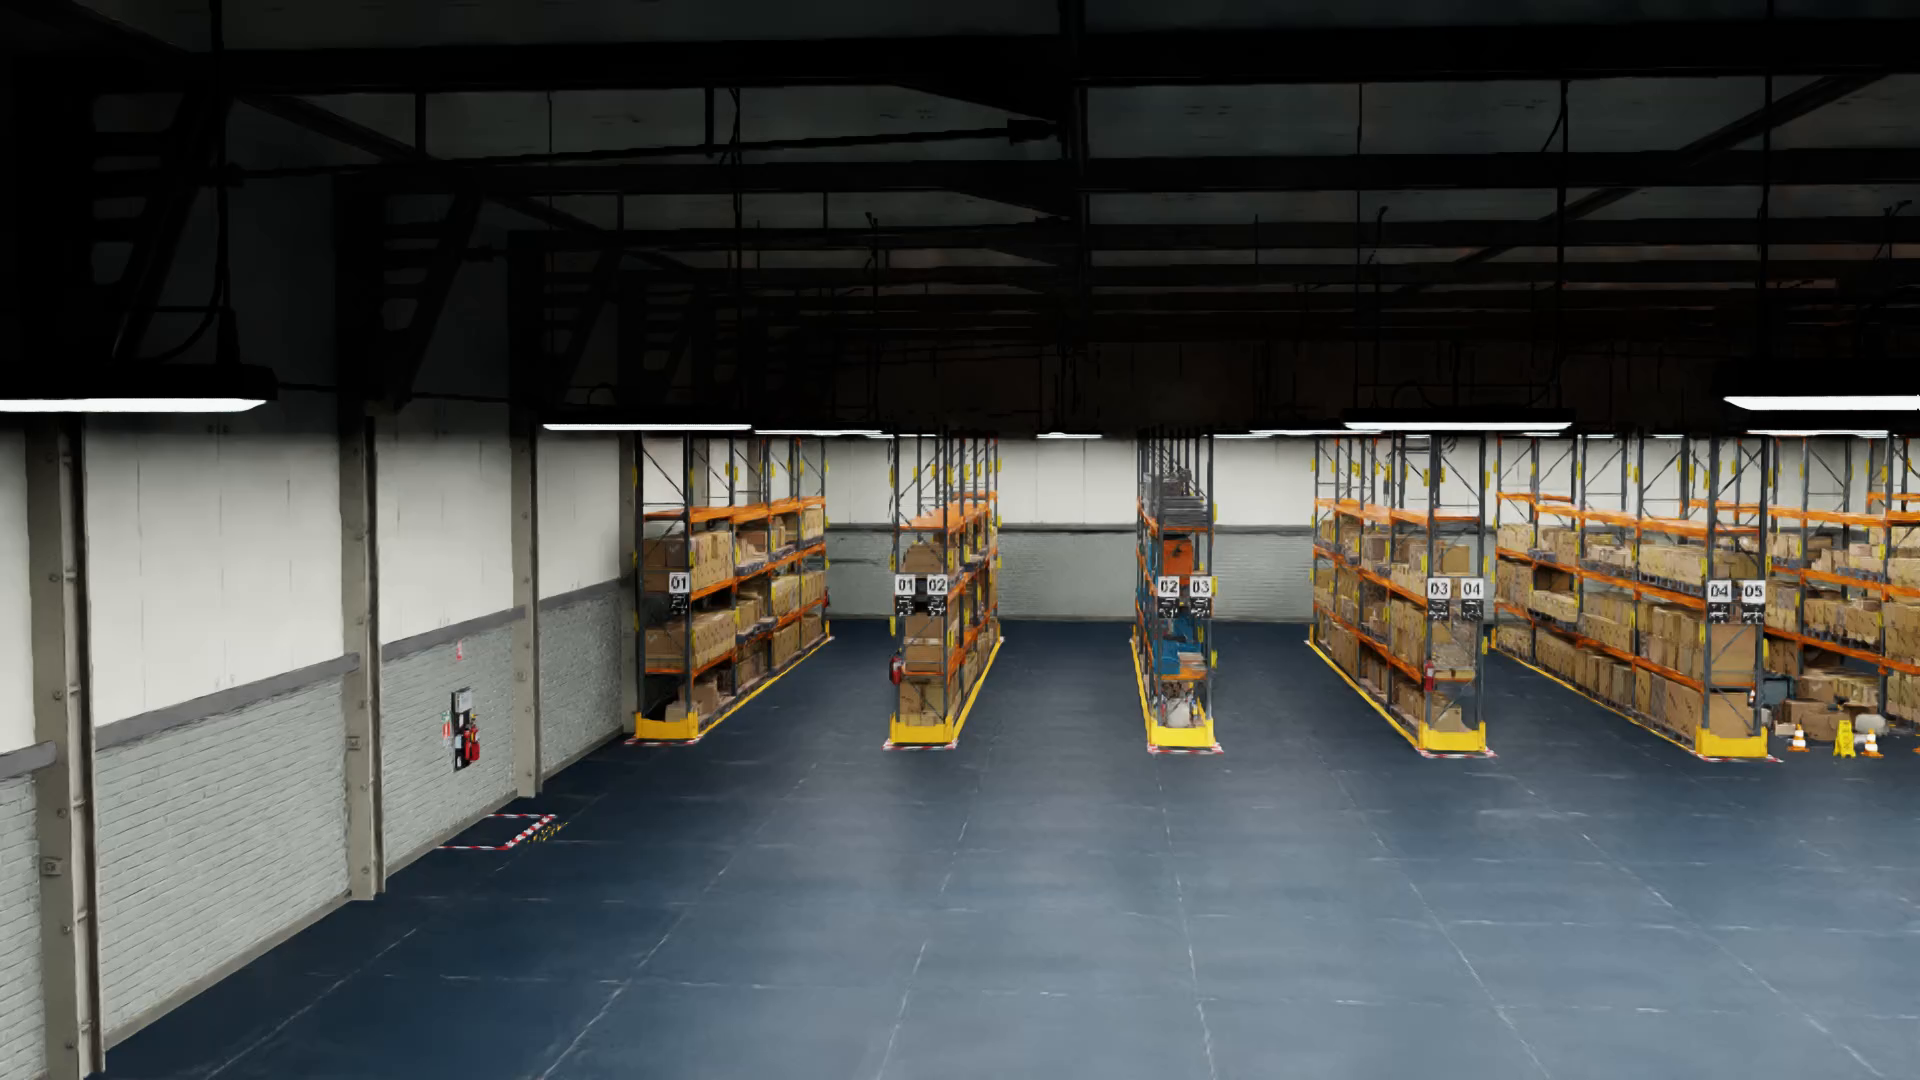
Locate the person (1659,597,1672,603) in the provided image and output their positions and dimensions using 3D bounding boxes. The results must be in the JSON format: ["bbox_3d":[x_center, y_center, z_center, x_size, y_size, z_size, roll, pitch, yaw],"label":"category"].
[{"bbox_3d":[20.054,2.072,47.024,0.547,1.666,0.575,-1,4,-20],"label":"person"}]
